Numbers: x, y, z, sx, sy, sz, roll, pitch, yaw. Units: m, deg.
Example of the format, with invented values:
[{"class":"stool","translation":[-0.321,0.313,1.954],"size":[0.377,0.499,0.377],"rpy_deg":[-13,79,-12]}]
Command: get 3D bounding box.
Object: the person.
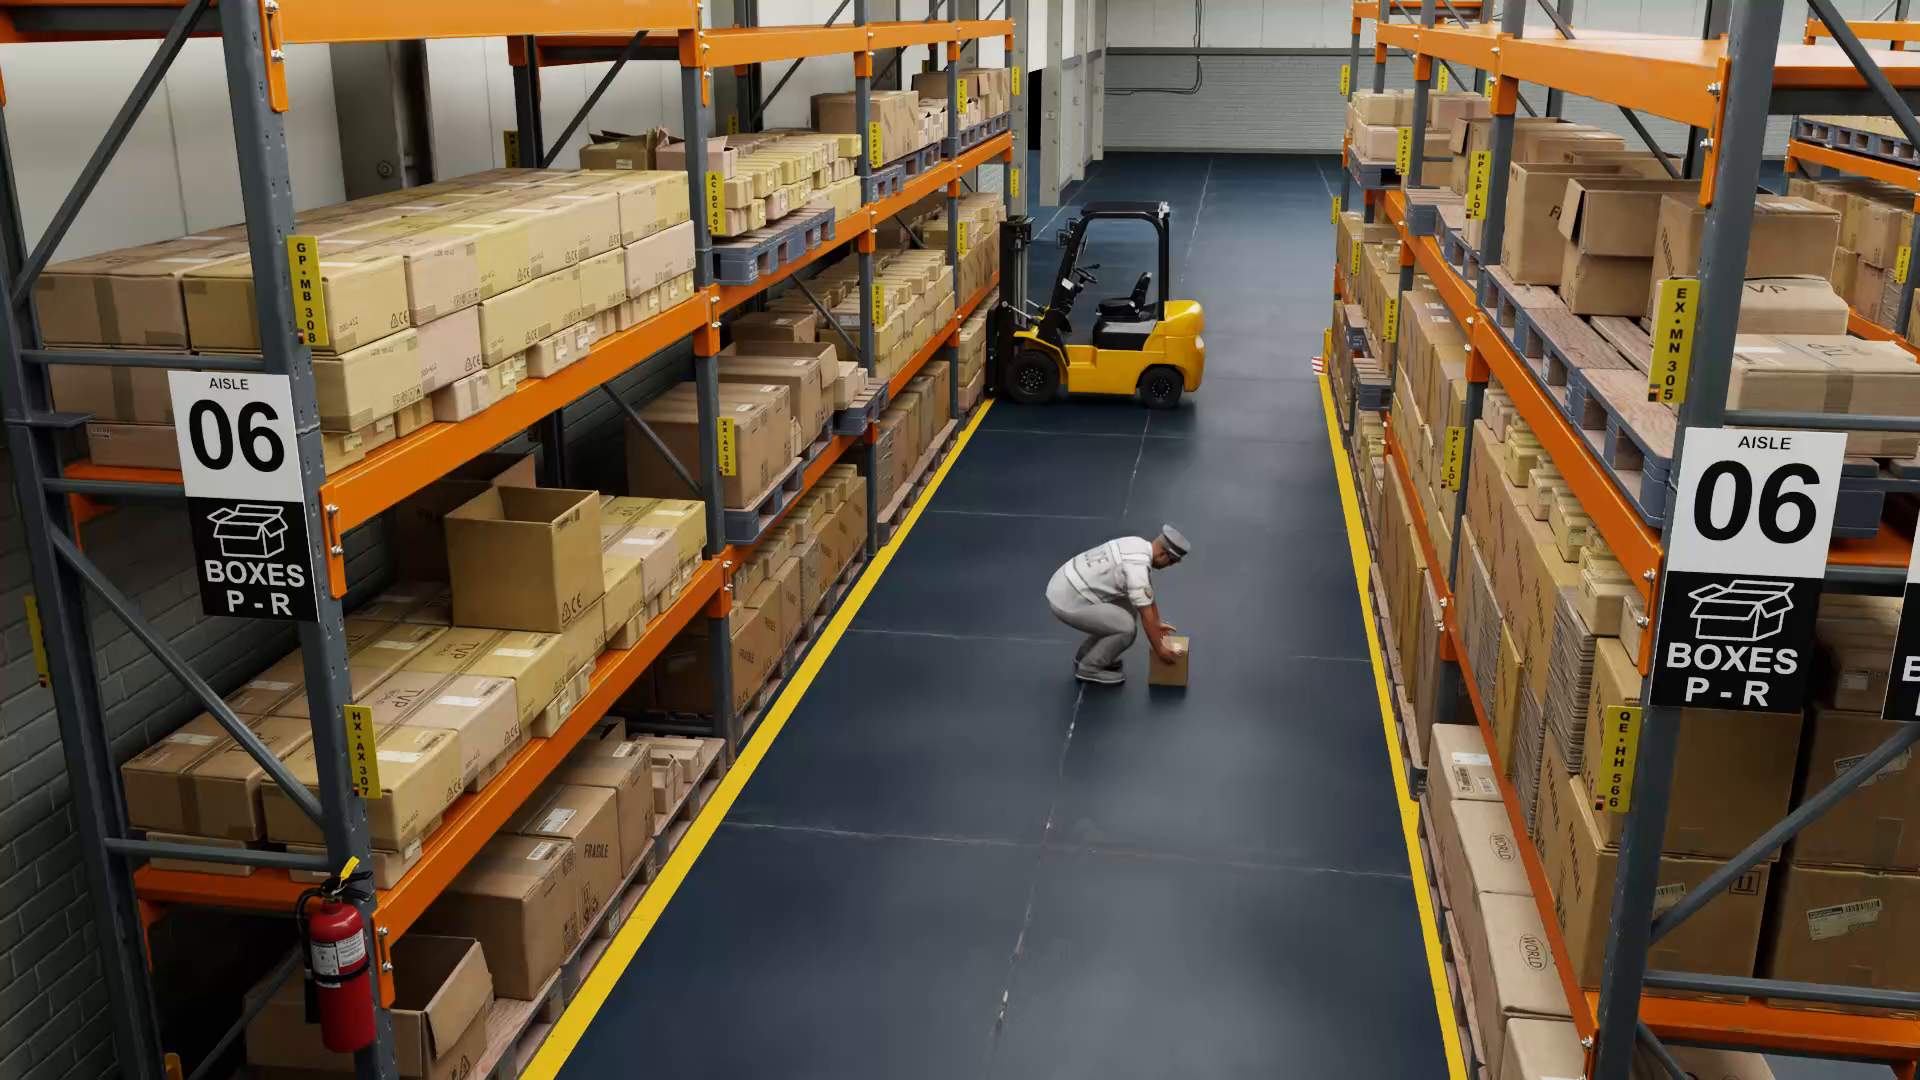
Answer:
[{"class":"person","translation":[1.044,0.401,10.981],"size":[0.943,1.030,0.562],"rpy_deg":[3,18,9]}]
